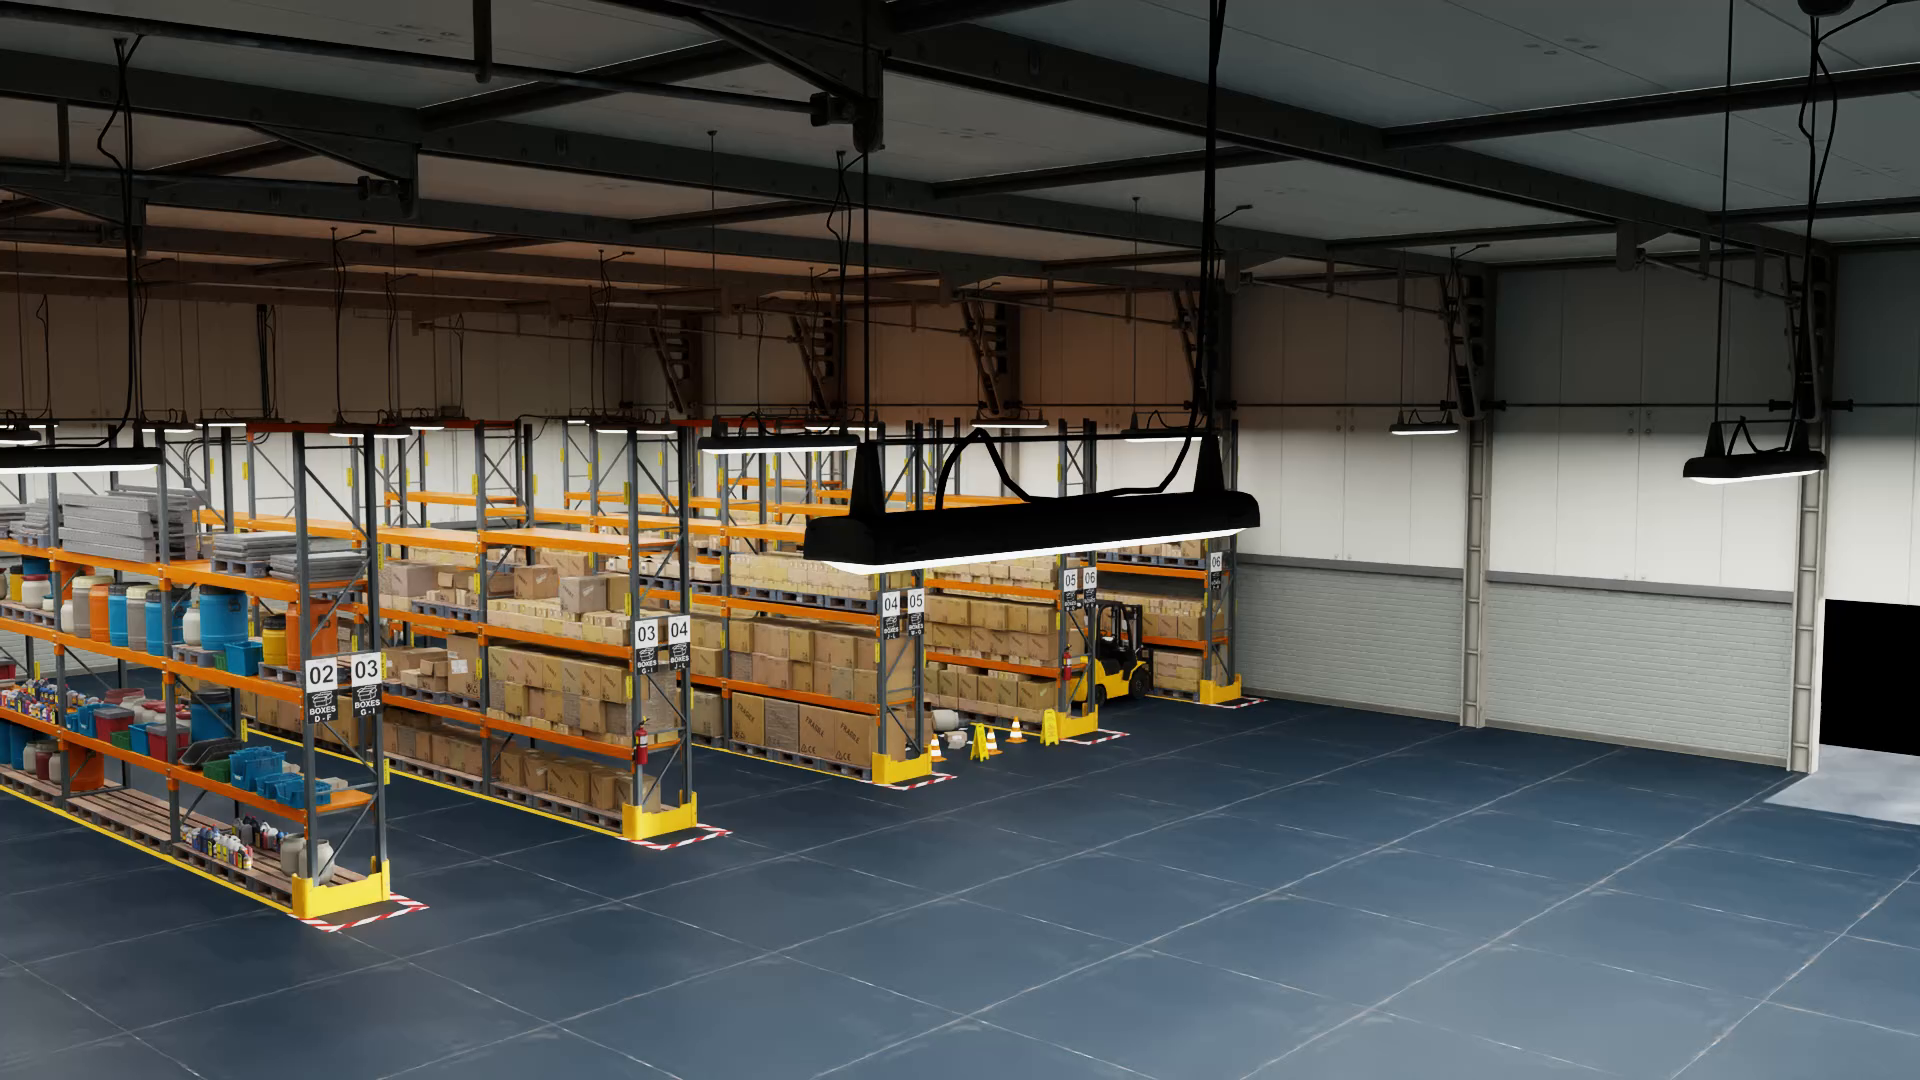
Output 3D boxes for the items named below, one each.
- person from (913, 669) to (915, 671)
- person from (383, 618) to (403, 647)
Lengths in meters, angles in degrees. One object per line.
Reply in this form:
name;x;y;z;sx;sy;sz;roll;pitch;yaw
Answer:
person;-0.931;2.285;39.254;0.467;1.670;0.493;3;6;35
person;-13.613;2.238;39.985;0.531;1.664;0.809;1;5;13
